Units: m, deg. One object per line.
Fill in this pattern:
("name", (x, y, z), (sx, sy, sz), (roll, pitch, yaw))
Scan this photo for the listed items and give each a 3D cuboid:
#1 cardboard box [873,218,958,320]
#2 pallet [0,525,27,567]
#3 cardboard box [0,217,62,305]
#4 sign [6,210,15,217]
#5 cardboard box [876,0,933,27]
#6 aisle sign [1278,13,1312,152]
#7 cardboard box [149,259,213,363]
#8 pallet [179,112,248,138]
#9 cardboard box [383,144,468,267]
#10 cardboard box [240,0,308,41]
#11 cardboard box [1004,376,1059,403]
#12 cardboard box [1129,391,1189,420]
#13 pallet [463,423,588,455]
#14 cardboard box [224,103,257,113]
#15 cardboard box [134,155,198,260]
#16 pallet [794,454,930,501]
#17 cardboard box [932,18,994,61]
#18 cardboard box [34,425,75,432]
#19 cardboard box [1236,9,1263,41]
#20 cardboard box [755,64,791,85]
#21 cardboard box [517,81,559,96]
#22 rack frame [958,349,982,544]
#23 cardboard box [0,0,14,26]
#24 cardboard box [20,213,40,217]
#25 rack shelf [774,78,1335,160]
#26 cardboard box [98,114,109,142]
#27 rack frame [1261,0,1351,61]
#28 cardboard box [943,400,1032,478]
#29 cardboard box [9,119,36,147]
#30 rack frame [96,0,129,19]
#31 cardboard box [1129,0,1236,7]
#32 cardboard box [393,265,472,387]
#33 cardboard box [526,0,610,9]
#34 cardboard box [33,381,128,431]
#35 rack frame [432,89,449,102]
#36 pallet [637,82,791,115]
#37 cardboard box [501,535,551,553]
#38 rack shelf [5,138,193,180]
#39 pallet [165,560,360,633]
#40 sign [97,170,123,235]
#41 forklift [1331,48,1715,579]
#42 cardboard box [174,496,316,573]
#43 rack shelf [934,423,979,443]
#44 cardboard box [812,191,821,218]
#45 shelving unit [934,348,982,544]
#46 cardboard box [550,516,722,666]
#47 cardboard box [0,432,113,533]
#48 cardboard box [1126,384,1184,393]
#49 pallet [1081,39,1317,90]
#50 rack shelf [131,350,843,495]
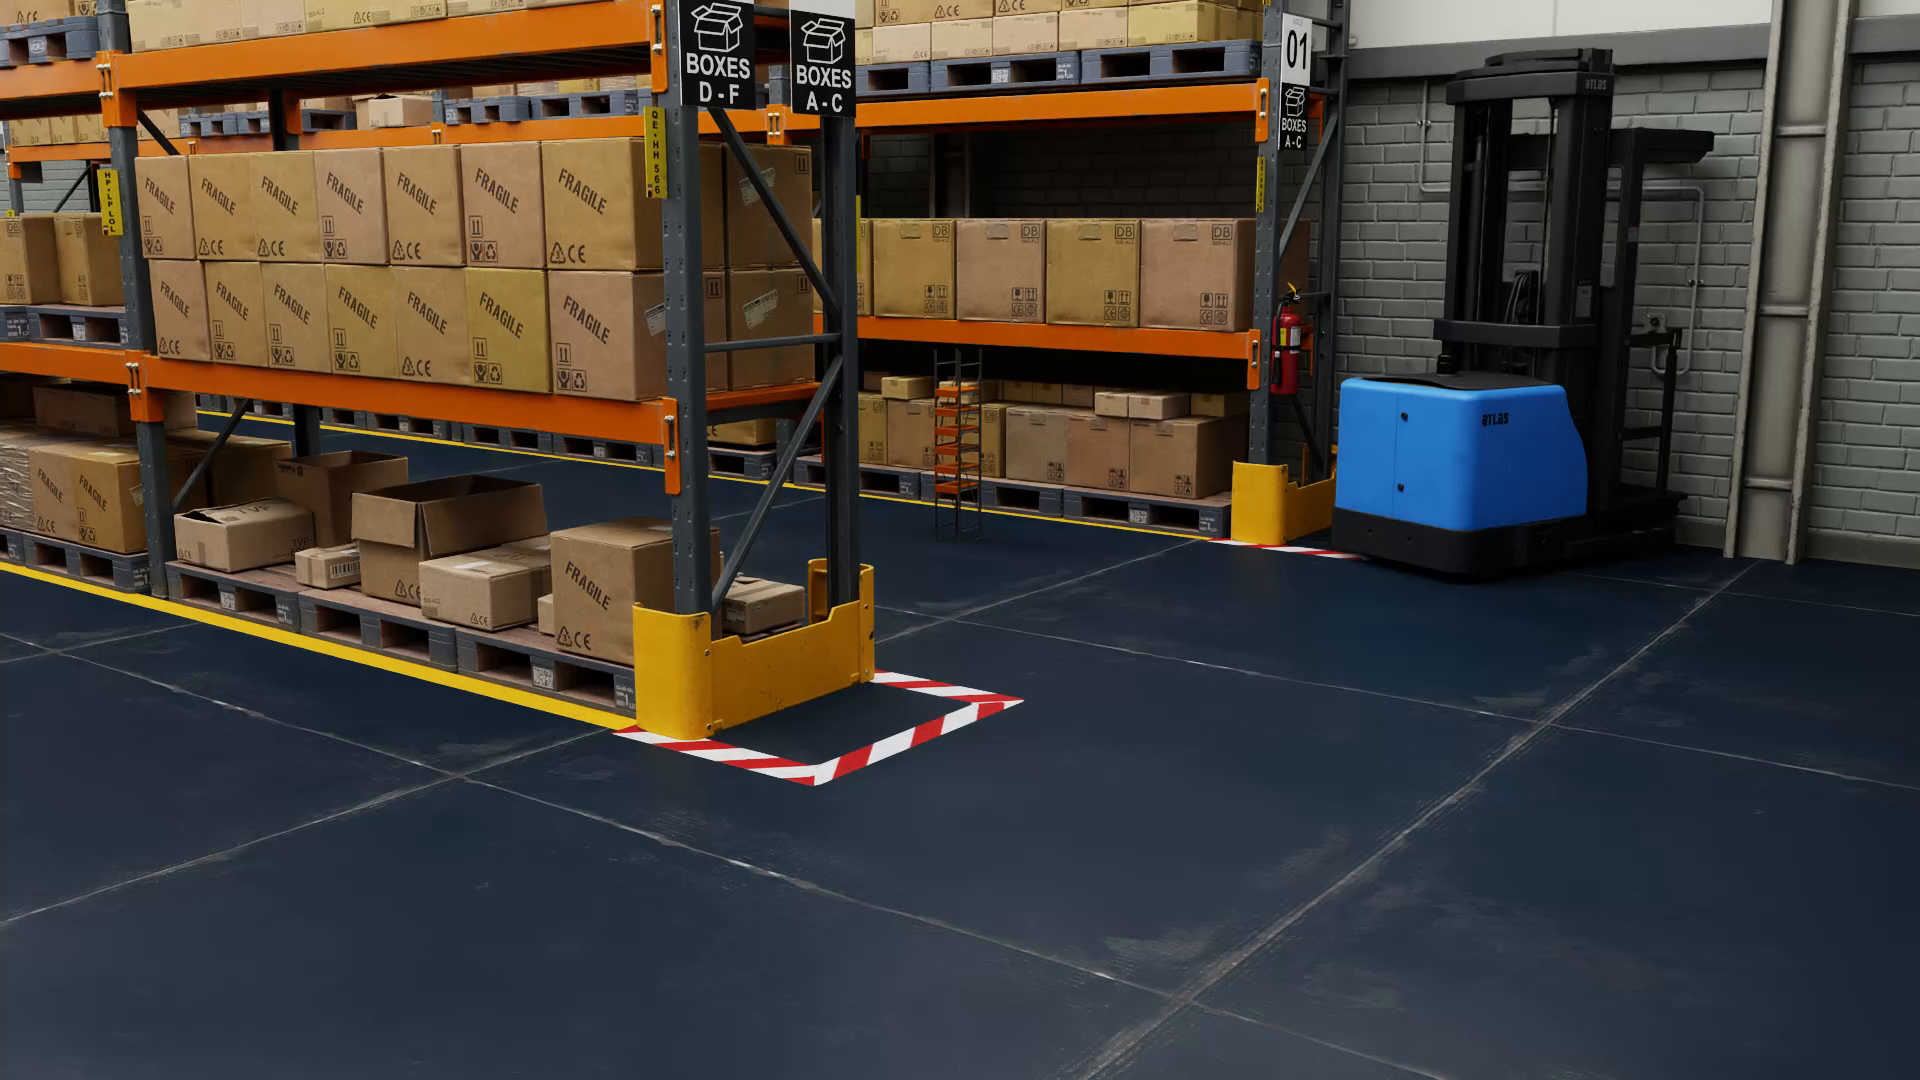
("cardboard box", (-0.058, -1.994, 12.152), (0.700, 0.700, 0.980), (8, 13, 34))
("pallet", (-5.665, -0.088, 10.431), (1.213, 0.211, 1.003), (8, 13, 36))
("cardboard box", (-5.460, -1.679, 9.944), (0.500, 0.500, 0.700), (4, 12, 21))
("sign", (-11.064, -3.685, 19.399), (0.005, 0.325, 0.100), (8, 13, 36))
("cardboard box", (-0.244, -3.836, 11.616), (0.500, 0.500, 0.500), (8, 13, 34))
("aisle sign", (2.034, -2.766, 10.087), (0.004, 0.787, 0.394), (8, 13, 36))
("cardboard box", (-3.750, -1.185, 8.494), (0.500, 0.500, 0.500), (8, 14, 37))
("pallet", (-7.084, -4.188, 16.876), (1.003, 0.211, 1.213), (8, 13, 36))
("cardboard box", (-2.125, -1.447, 7.218), (0.500, 0.500, 0.500), (8, 14, 37))
("cardboard box", (-2.951, -2.428, 7.681), (0.500, 0.250, 0.500), (8, 13, 36))
("cardboard box", (0.523, -1.092, 12.045), (0.250, 0.149, 0.380), (8, 13, 35))
("cardboard box", (1.319, -0.891, 11.007), (0.250, 0.149, 0.380), (8, 13, 35))
("pallet", (-3.704, -0.974, 15.009), (1.213, 0.211, 1.003), (8, 13, 36))
("cardboard box", (-7.125, -4.547, 16.871), (0.500, 0.500, 0.500), (11, 15, 44))
("cardboard box", (-3.786, -1.679, 8.414), (0.500, 0.500, 0.500), (8, 14, 37))
("pallet", (-0.504, -0.527, 12.698), (1.213, 0.211, 1.003), (8, 13, 36))
("cardboard box", (0.151, -3.414, 11.407), (0.500, 0.250, 0.500), (7, 13, 34))
("cardboard box", (-5.487, -0.488, 10.576), (0.500, 0.500, 0.500), (7, 13, 33))
("cardboard box", (1.710, -3.318, 10.911), (0.500, 0.250, 0.500), (9, 14, 38))
("cardboard box", (-1.715, -3.847, 13.199), (0.500, 0.500, 0.700), (7, 13, 32))
("cardboard box", (-3.412, -4.084, 14.423), (0.500, 0.500, 0.700), (7, 13, 32))
("rack frame", (0.062, -0.580, 10.371), (0.006, 1.200, 0.240), (8, 13, 36))
("cardboard box", (-5.439, -3.229, 9.795), (0.600, 0.600, 0.600), (7, 13, 33))
("cardboard box", (-10.536, -3.547, 19.337), (0.500, 0.500, 0.500), (8, 14, 36))
("rack shelf", (0.542, -2.888, 11.558), (4.000, 0.370, 1.077), (8, 13, 36))
("cardboard box", (-8.941, -4.559, 17.984), (0.500, 0.500, 0.500), (7, 13, 33))
("rack frame", (2.154, -4.489, 10.043), (0.127, 3.000, 1.000), (8, 13, 36))
("cardboard box", (0.287, -0.758, 12.025), (0.500, 0.500, 0.700), (8, 14, 37))
("cardboard box", (-10.621, -4.798, 19.222), (0.500, 0.500, 0.500), (8, 14, 37))
("rack frame", (-4.000, -4.180, 8.445), (0.127, 3.000, 1.000), (8, 13, 36))
("cardboard box", (1.402, -3.607, 10.431), (0.500, 0.500, 0.500), (8, 13, 35))
("cardboard box", (-2.117, -0.958, 7.319), (0.500, 0.500, 0.500), (8, 14, 36))
("cardboard box", (-1.346, -2.202, 6.510), (0.500, 0.250, 0.500), (8, 13, 36))
("cardboard box", (-5.456, -0.852, 10.486), (0.500, 0.250, 0.500), (8, 13, 34))
("rack frame", (-4.295, -5.389, 14.692), (0.127, 3.000, 1.000), (8, 13, 36))
("pallet", (-1.839, -3.468, 13.164), (1.217, 0.209, 0.805), (7, 13, 33))
("cardboard box", (-1.852, 0.132, 8.032), (0.500, 0.250, 0.500), (8, 13, 36))
("rack shelf", (-9.131, -4.237, 18.532), (4.000, 0.370, 1.077), (8, 13, 36))
("pallet", (-3.447, 0.212, 8.880), (1.213, 0.211, 1.003), (8, 13, 36))
("sign", (-4.325, -1.718, 8.464), (0.005, 0.325, 0.100), (8, 13, 36))
("forklift", (3.747, -1.411, 10.108), (3.031, 2.935, 1.130), (-7, 13, -32))
("cardboard box", (-3.789, -0.050, 8.814), (0.500, 0.311, 0.500), (8, 13, 36))
("rack shelf", (-0.012, -0.665, 10.410), (0.180, 0.103, 0.258), (8, 13, 36))
("cardboard box", (-1.287, -2.658, 13.300), (0.500, 0.250, 0.500), (8, 14, 37))
("shelving unit", (-0.012, -0.591, 10.424), (0.189, 1.200, 0.258), (8, 13, 36))
("cardboard box", (-1.360, 0.203, 7.007), (0.500, 0.500, 0.500), (8, 13, 36))
("cardboard box", (-5.364, -0.348, 9.856), (0.500, 0.500, 0.500), (8, 14, 36))
("cardboard box", (1.340, -0.978, 11.456), (0.250, 0.149, 0.380), (8, 14, 36))
("pallet", (1.549, -3.055, 10.759), (1.213, 0.211, 1.003), (8, 13, 36))
("rack shelf", (-2.388, -0.657, 7.921), (4.000, 0.370, 1.077), (8, 13, 36))
